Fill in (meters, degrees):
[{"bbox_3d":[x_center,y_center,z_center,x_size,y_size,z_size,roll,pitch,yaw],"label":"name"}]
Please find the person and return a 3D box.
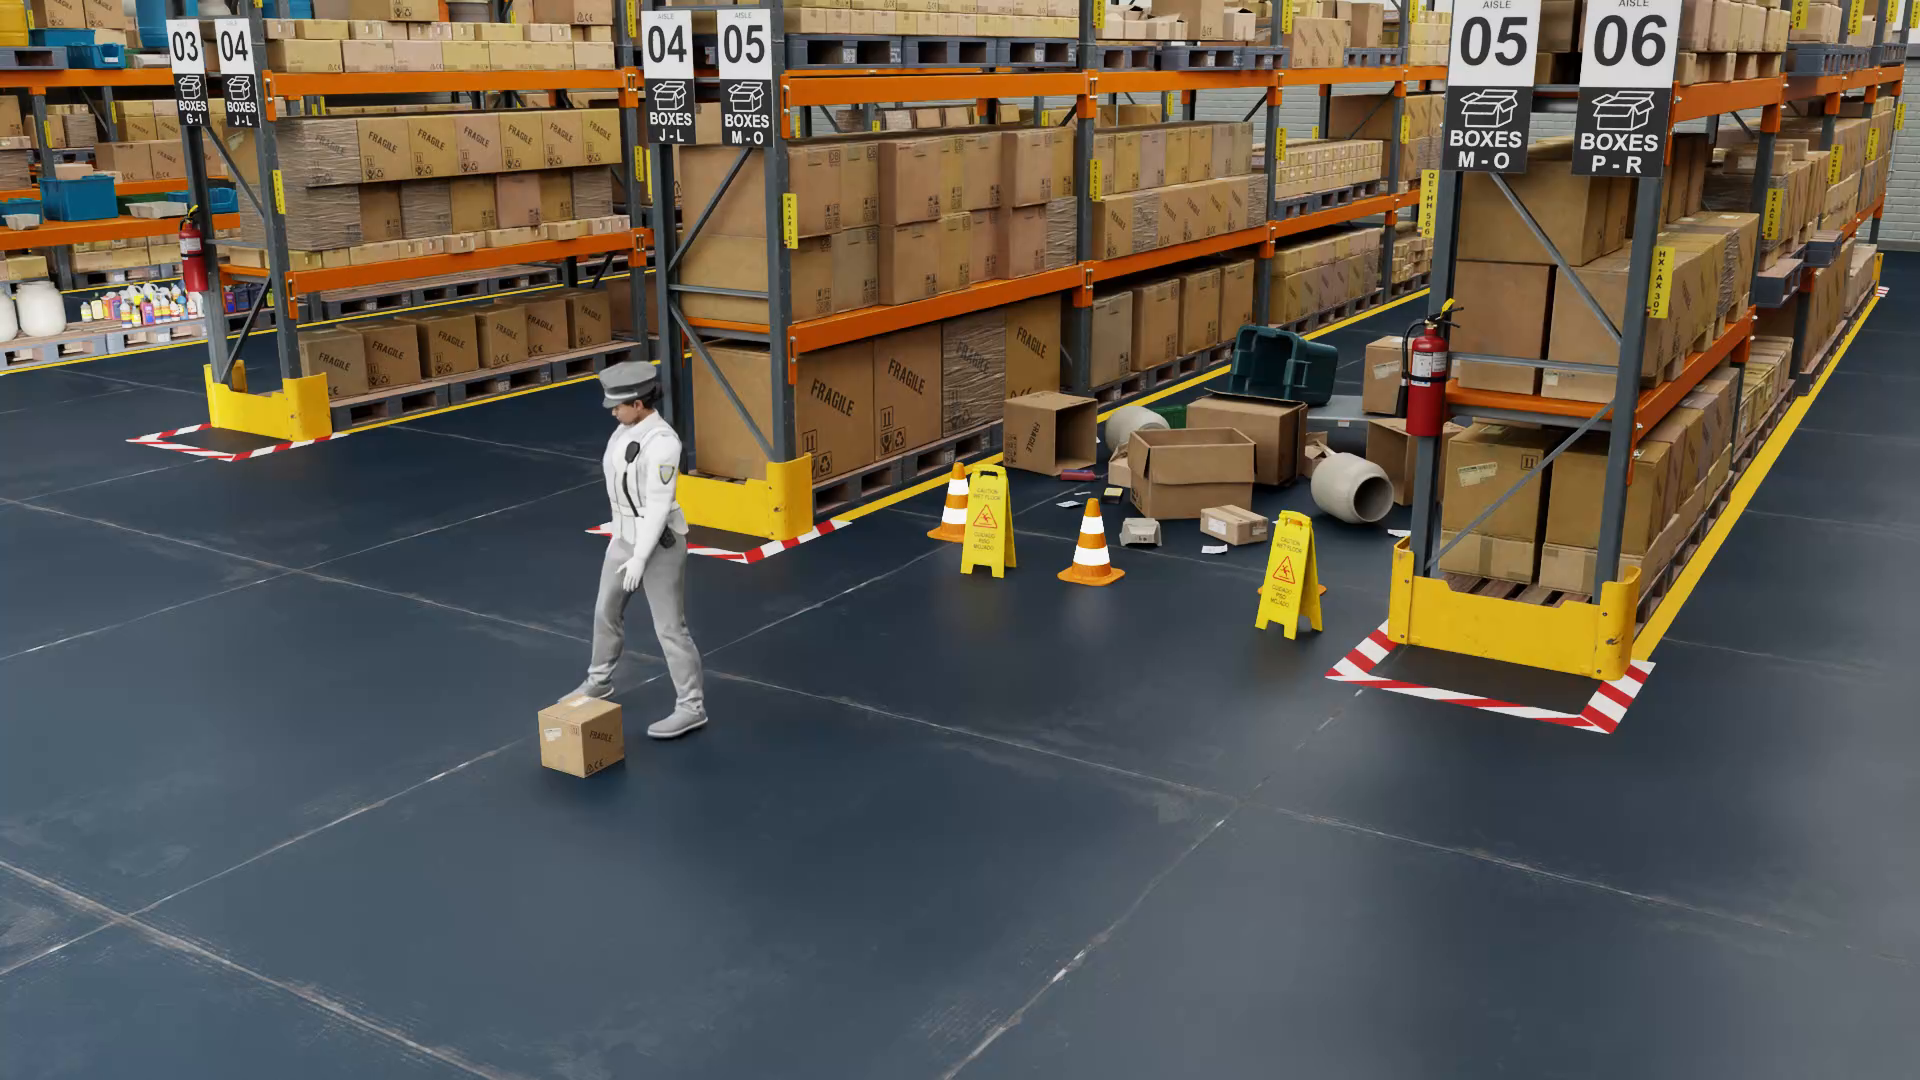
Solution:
[{"bbox_3d":[-1.507,0.029,7.392,0.490,1.653,0.669,-13,21,-37],"label":"person"}]
